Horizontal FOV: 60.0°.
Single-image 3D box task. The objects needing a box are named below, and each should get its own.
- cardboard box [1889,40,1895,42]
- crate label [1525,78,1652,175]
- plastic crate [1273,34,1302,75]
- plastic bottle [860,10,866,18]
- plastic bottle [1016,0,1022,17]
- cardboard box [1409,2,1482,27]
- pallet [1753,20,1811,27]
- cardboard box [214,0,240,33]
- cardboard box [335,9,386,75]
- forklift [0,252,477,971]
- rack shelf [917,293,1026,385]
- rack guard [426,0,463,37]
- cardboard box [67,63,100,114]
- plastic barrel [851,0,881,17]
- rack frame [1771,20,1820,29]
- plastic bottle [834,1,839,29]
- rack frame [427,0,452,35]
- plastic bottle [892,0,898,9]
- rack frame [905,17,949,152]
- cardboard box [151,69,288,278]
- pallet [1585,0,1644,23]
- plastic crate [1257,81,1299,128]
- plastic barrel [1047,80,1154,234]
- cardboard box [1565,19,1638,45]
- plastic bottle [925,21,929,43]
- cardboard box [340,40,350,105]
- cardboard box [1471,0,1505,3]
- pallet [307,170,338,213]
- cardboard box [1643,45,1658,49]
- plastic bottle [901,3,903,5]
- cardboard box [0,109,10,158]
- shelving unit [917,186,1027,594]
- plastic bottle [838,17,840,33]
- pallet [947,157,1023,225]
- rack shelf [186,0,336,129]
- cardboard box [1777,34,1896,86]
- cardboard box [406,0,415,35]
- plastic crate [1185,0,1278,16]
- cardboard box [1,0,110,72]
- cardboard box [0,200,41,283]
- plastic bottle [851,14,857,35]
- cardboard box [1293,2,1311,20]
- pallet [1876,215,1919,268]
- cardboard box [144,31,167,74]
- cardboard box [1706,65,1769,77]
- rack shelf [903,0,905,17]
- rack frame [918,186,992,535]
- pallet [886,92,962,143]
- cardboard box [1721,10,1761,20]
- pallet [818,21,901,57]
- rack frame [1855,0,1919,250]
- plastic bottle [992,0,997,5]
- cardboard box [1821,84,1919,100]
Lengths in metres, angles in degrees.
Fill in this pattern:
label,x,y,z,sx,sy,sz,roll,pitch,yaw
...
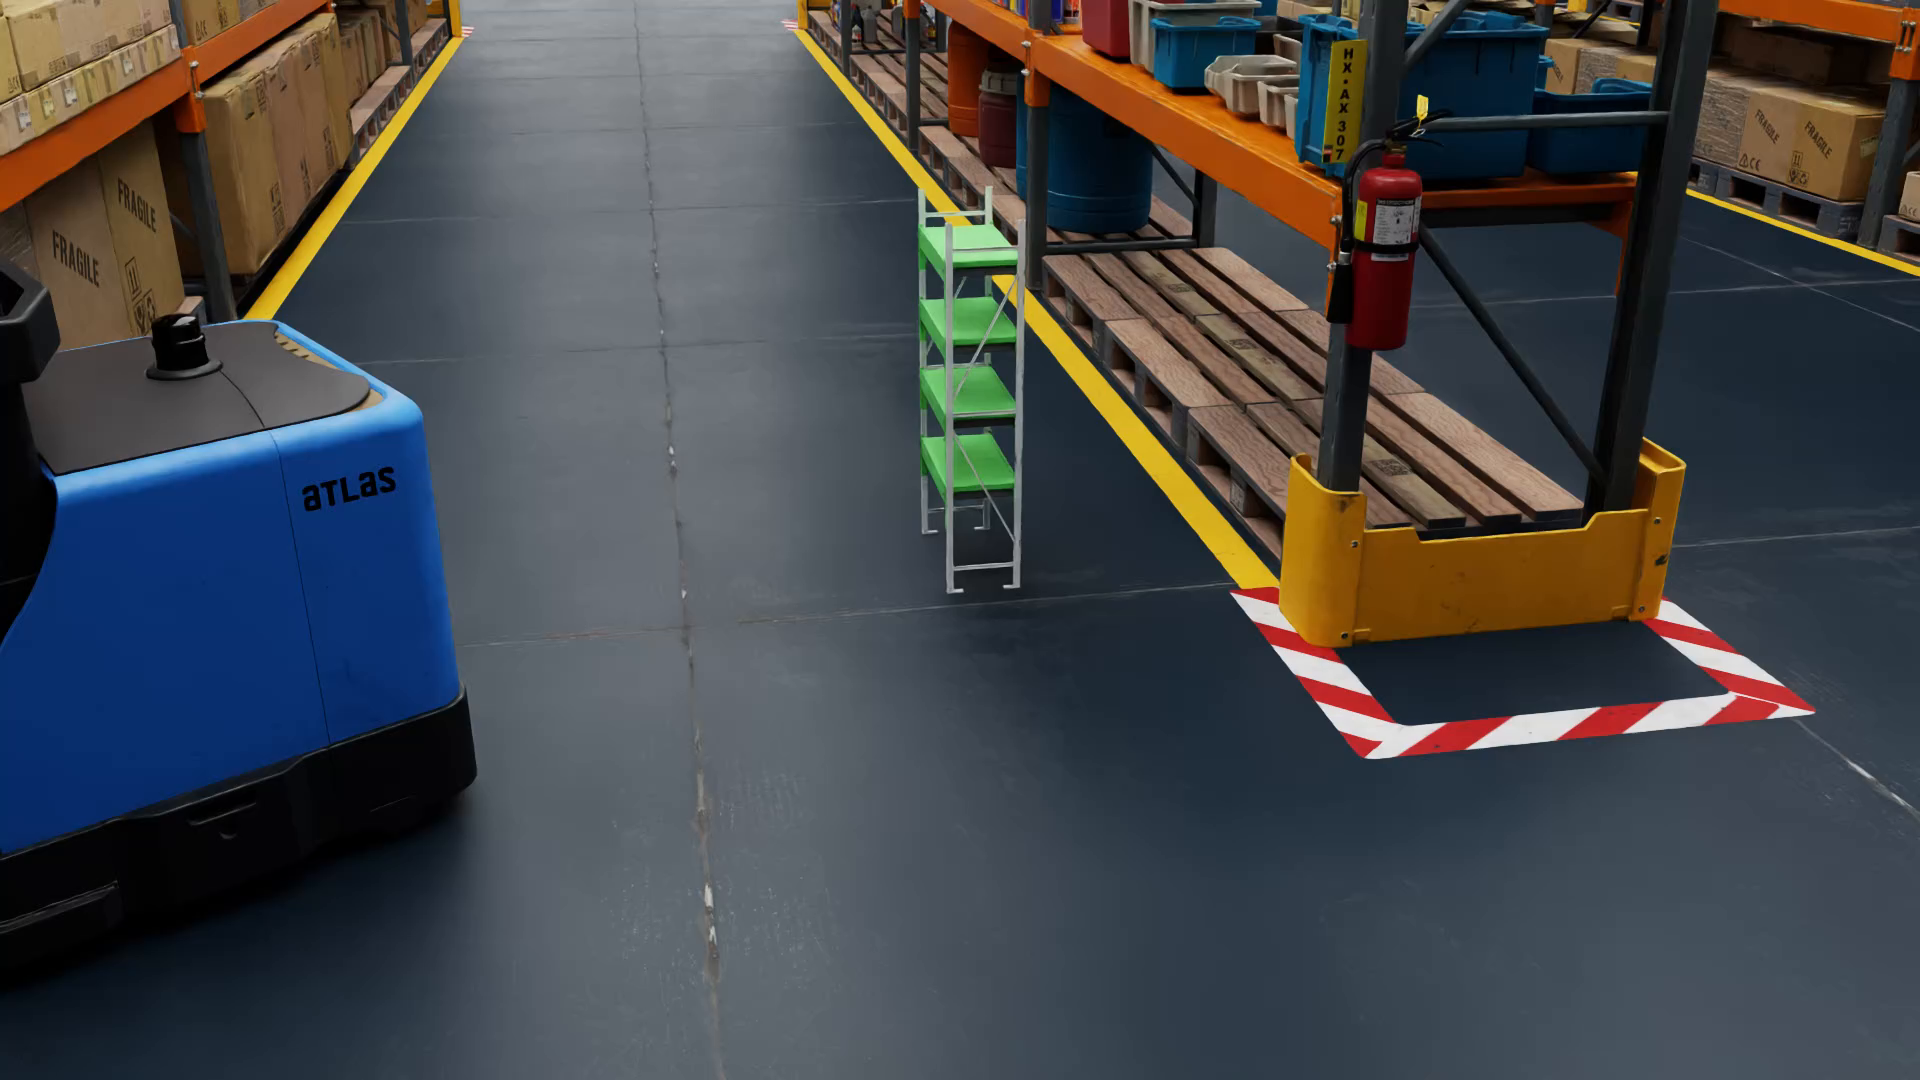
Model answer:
label,x,y,z,sx,sy,sz,roll,pitch,yaw
cardboard box,9.454,-4.982,15.982,0.700,0.500,0.500,-4,24,-9
crate label,1.862,-1.236,4.966,0.416,0.233,0.303,-4,24,-10
plastic crate,1.462,-1.981,6.793,0.293,0.136,0.466,-4,24,-10
plastic bottle,-0.931,-5.166,16.683,0.152,0.276,0.135,-4,24,-10
plastic bottle,0.387,-2.955,8.923,0.152,0.276,0.135,-4,24,-10
cardboard box,4.351,-4.653,14.865,0.500,0.311,0.500,-4,24,-8
pallet,8.943,-5.601,18.310,1.003,0.211,1.213,-4,24,-10
cardboard box,-3.956,-2.813,8.319,0.500,0.500,0.500,-4,24,-10
cardboard box,-5.410,-4.330,14.490,0.700,0.500,0.500,-6,24,-14
forklift,-2.674,-0.441,3.098,3.031,2.935,1.130,-19,30,-36
rack shelf,0.031,-0.646,5.290,0.258,0.148,0.480,-4,24,-10
rack guard,-6.228,-5.915,18.669,1.175,0.500,0.348,-4,24,-10
cardboard box,-3.406,-1.654,6.104,0.380,0.149,0.250,-5,24,-11
plastic barrel,-1.085,-6.059,18.459,0.421,0.512,0.421,0,24,0
rack frame,9.102,-6.617,17.153,1.000,3.000,0.127,-4,24,-10
plastic bottle,-1.282,-5.537,17.540,0.097,0.271,0.097,0,24,0
rack frame,-6.242,-7.091,18.237,1.000,3.000,0.127,-4,24,-10
plastic bottle,-0.689,-5.615,17.702,0.061,0.283,0.133,-4,24,-10
rack frame,0.105,-4.310,11.872,1.000,3.000,0.127,-4,24,-10
cardboard box,-4.161,-1.840,8.344,1.225,0.875,0.875,-4,24,-10
pallet,8.492,-6.560,20.507,1.003,0.211,1.213,-4,24,-10
plastic crate,1.216,-1.493,5.675,0.396,0.136,0.243,-4,24,-10
plastic barrel,0.761,-2.183,9.098,0.600,0.901,0.708,-4,24,-10
cardboard box,5.166,-4.093,13.583,0.500,0.311,0.500,-4,24,-8
plastic bottle,-0.300,-5.041,16.491,0.097,0.201,0.097,0,24,0
cardboard box,-5.021,-3.479,12.542,0.700,0.500,0.500,-6,24,-14
cardboard box,4.783,-4.900,15.431,0.500,0.311,0.500,-4,24,-10
pallet,-4.691,-2.350,10.868,1.003,0.211,1.213,-4,24,-10
cardboard box,5.377,-3.381,12.317,0.500,0.500,0.500,-3,24,-8
plastic bottle,-0.558,-5.565,17.597,0.152,0.276,0.135,-5,24,-11
cardboard box,-3.216,-1.250,5.179,0.380,0.149,0.250,-5,24,-11
shelving unit,0.031,-0.485,5.361,0.258,1.200,0.503,-4,24,-10
plastic bottle,-1.207,-5.346,17.190,0.097,0.201,0.097,0,24,0
pallet,0.514,-2.247,10.630,1.003,0.211,1.213,-4,24,-10
rack shelf,-4.393,-2.828,9.375,1.077,0.370,4.000,-4,24,-10
cardboard box,5.679,-3.104,10.745,0.500,0.250,0.500,-4,24,-10
cardboard box,-5.901,-5.410,16.989,0.500,0.500,0.500,-2,24,-5
plastic crate,1.266,-2.599,7.898,0.392,0.384,0.575,-4,24,-10
cardboard box,-3.490,-1.880,6.122,0.500,0.250,0.500,-4,24,-9
cardboard box,-3.648,-0.620,5.551,0.875,0.875,0.875,-4,24,-10
plastic bottle,-1.048,-5.005,16.307,0.061,0.283,0.133,-3,24,-7
cardboard box,3.851,-5.545,17.609,0.500,0.250,0.500,-4,24,-10
pallet,5.840,-1.554,9.045,1.003,0.211,1.213,-4,24,-10
cardboard box,-3.596,-2.058,7.029,0.380,0.149,0.250,-4,24,-9
cardboard box,5.069,-2.923,11.269,0.500,0.500,0.500,-5,24,-12
rack shelf,-0.265,-4.767,13.817,1.077,0.370,4.000,-4,24,-10
rack frame,-0.015,-0.581,5.581,0.240,1.200,0.015,-4,24,-10
pallet,0.000,-3.340,13.134,1.003,0.211,1.213,-4,24,-10
cardboard box,8.871,-6.078,18.493,0.500,0.500,0.500,-6,24,-14
pallet,-0.947,-5.354,17.745,1.003,0.211,1.213,-4,24,-10
rack frame,5.714,-3.102,9.105,1.000,3.000,0.127,-4,24,-10
plastic bottle,0.269,-3.206,9.499,0.152,0.276,0.135,-4,24,-10
cardboard box,5.754,-2.576,10.473,0.500,0.500,0.500,-4,24,-9
